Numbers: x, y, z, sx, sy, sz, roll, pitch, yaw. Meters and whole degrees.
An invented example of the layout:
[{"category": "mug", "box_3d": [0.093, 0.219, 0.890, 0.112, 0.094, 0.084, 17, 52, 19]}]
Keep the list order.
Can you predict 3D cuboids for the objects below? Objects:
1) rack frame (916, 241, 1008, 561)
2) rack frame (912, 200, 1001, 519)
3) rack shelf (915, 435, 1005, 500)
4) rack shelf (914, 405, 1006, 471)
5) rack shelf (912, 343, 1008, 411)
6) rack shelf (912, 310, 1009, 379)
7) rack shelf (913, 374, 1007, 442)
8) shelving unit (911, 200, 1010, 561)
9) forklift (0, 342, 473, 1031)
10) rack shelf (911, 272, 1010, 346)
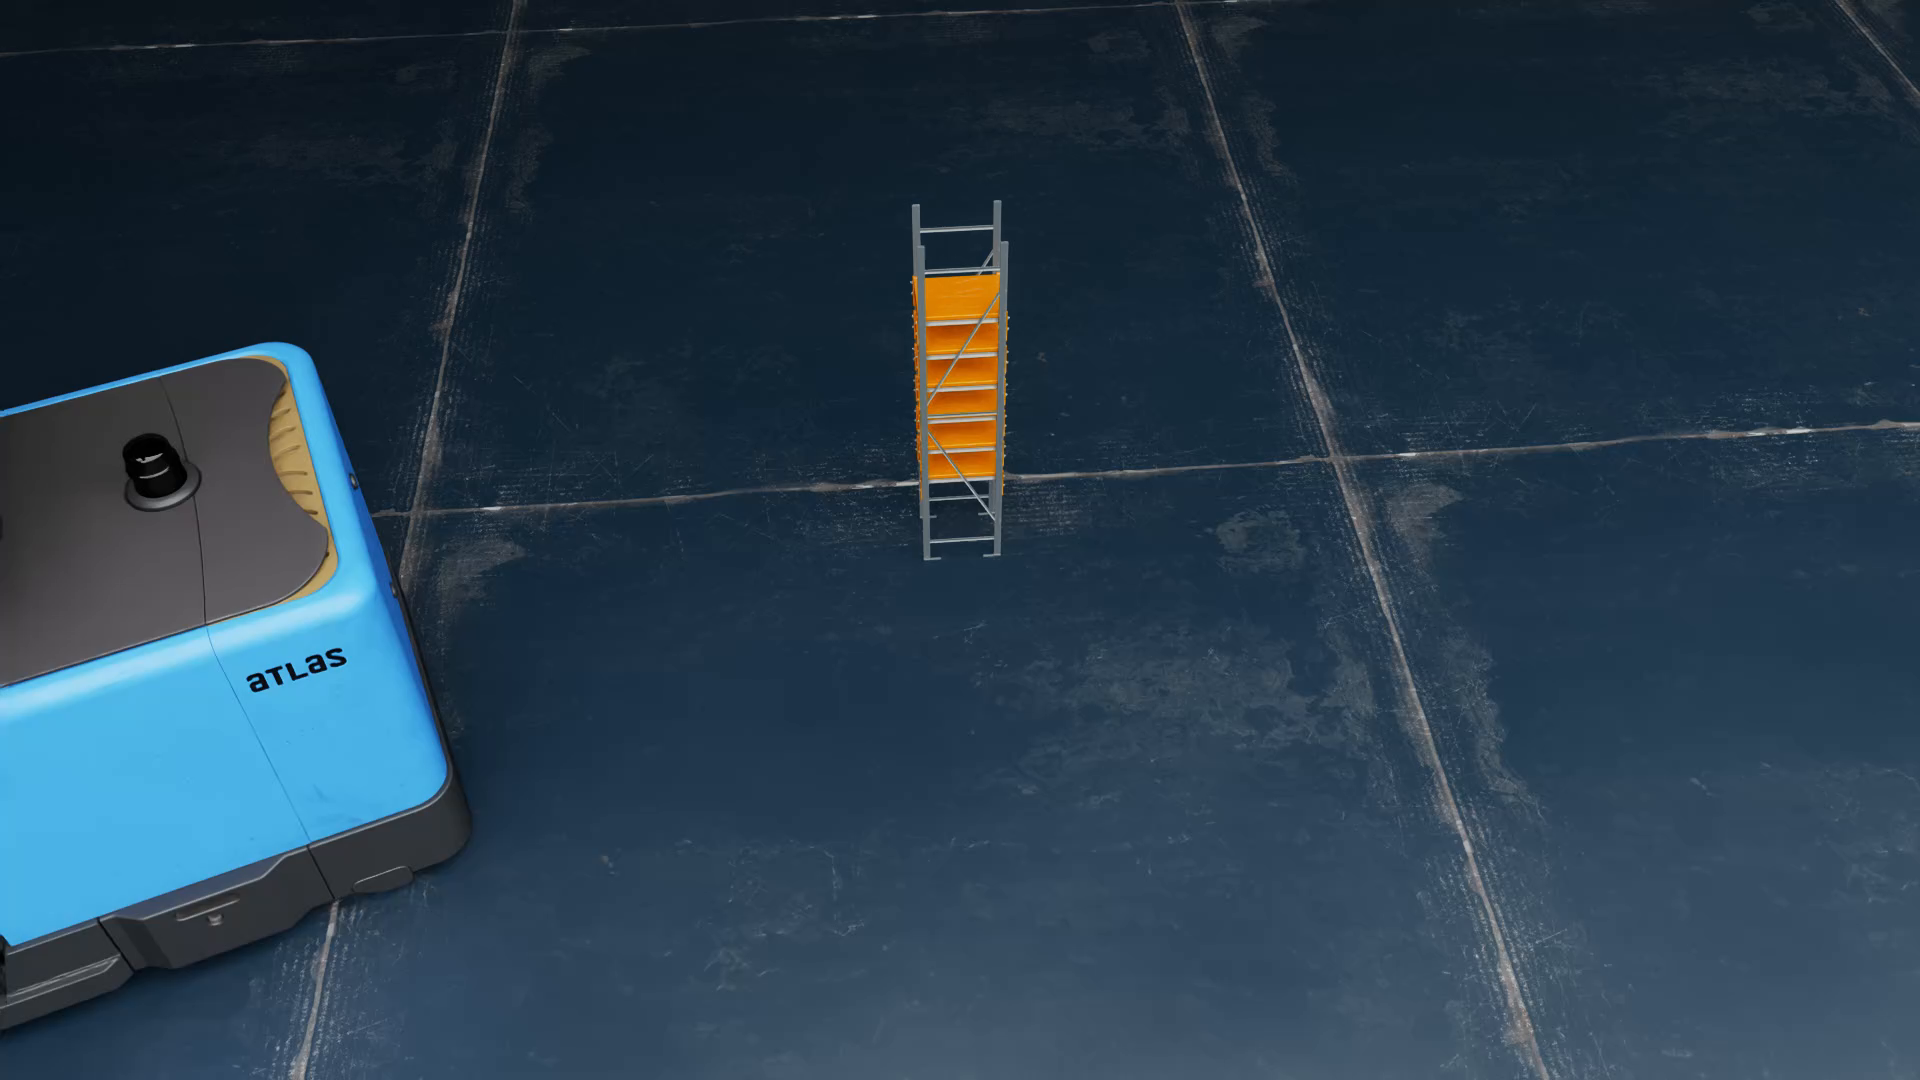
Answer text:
[{"category": "rack frame", "box_3d": [0.006, -0.357, 4.762, 0.240, 1.200, 0.006, -3, 47, -3]}, {"category": "rack frame", "box_3d": [-0.009, -0.489, 4.887, 0.240, 1.200, 0.006, -3, 47, -3]}, {"category": "rack shelf", "box_3d": [-0.001, -0.227, 5.031, 0.258, 0.103, 0.180, -3, 47, -3]}, {"category": "rack shelf", "box_3d": [-0.001, -0.310, 4.944, 0.258, 0.103, 0.180, -3, 47, -3]}, {"category": "rack shelf", "box_3d": [-0.001, -0.475, 4.769, 0.258, 0.103, 0.180, -3, 47, -3]}, {"category": "rack shelf", "box_3d": [-0.001, -0.558, 4.682, 0.258, 0.103, 0.180, -3, 47, -3]}, {"category": "rack shelf", "box_3d": [-0.001, -0.392, 4.857, 0.258, 0.103, 0.180, -3, 47, -3]}, {"category": "shelving unit", "box_3d": [-0.001, -0.423, 4.824, 0.258, 1.200, 0.189, -3, 47, -3]}, {"category": "forklift", "box_3d": [-2.858, -0.037, 3.267, 3.031, 2.935, 1.130, -18, 49, -17]}, {"category": "rack shelf", "box_3d": [-0.001, -0.640, 4.595, 0.258, 0.103, 0.180, -3, 47, -3]}]
